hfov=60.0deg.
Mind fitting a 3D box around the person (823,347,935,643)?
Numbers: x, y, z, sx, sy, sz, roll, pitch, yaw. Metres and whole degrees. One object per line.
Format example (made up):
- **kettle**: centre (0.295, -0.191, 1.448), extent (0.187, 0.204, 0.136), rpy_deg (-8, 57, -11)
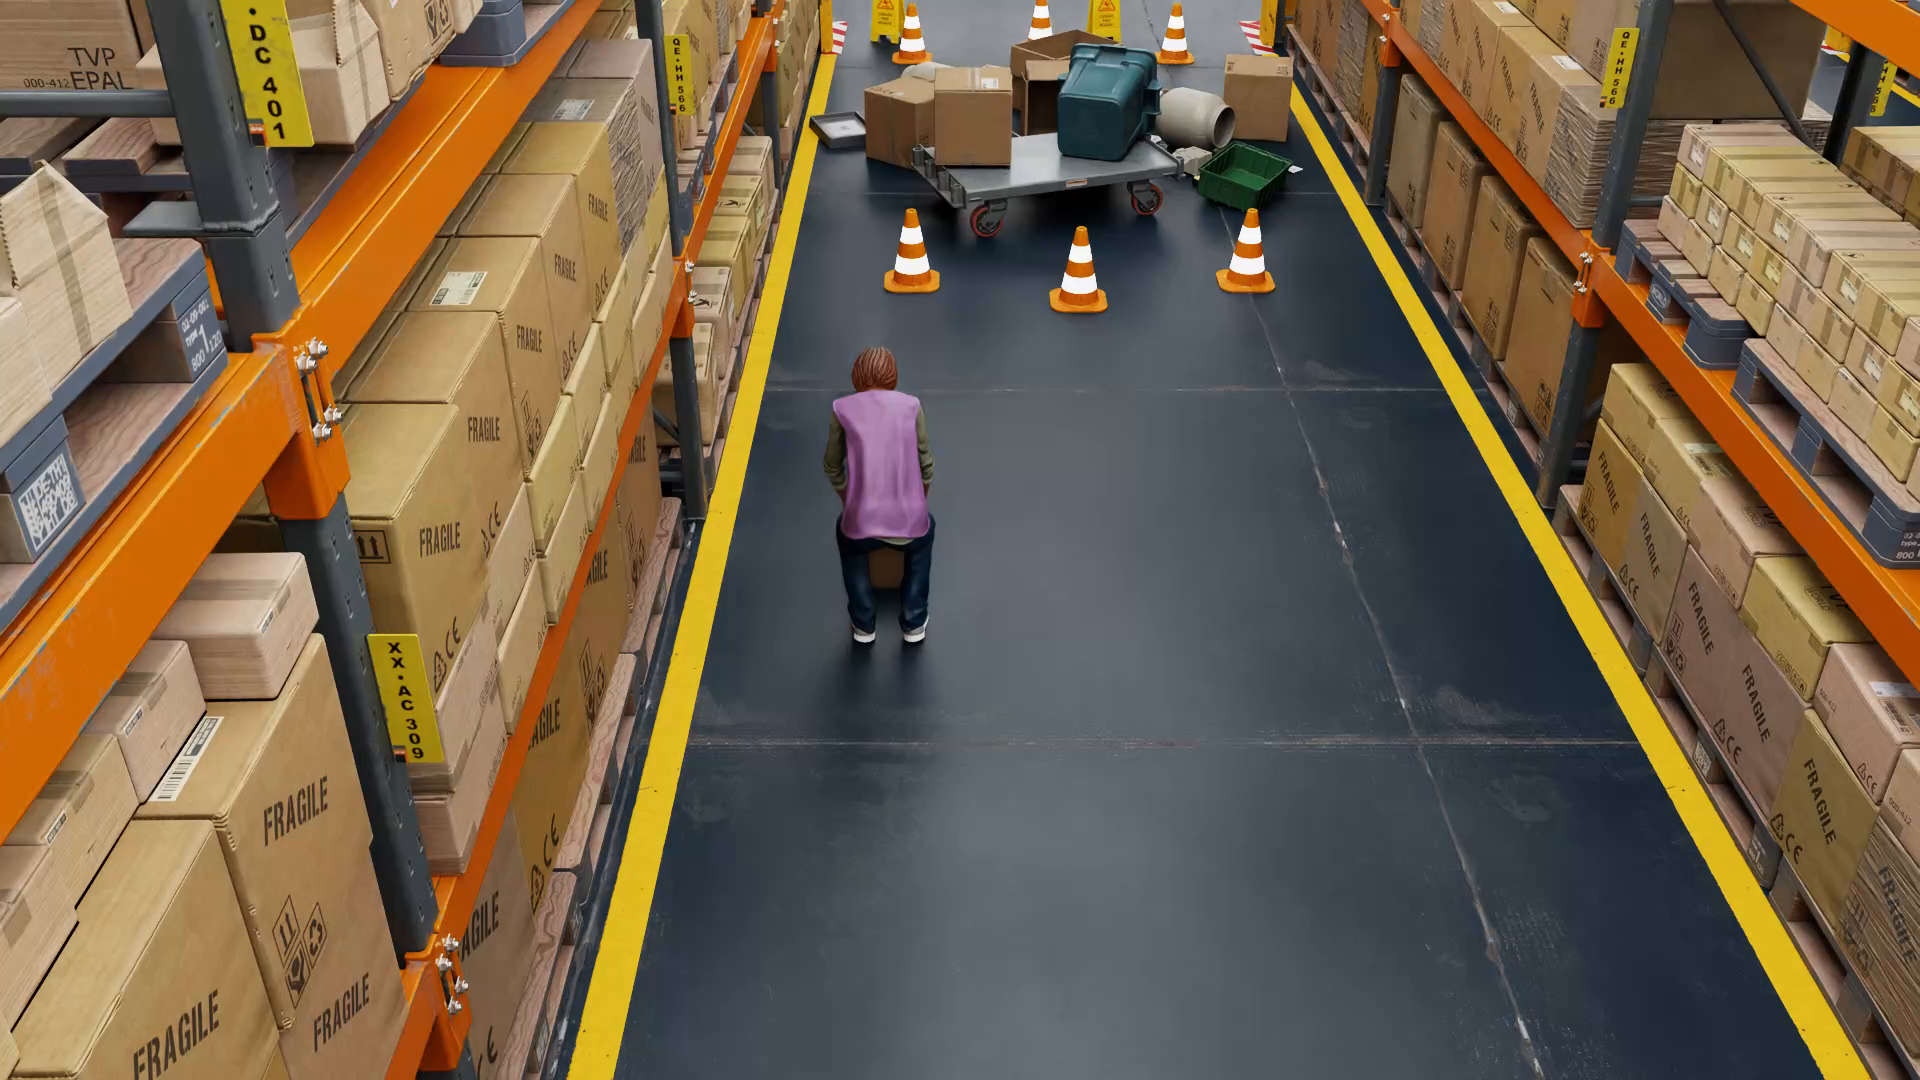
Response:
- **person**: centre (-0.332, -0.138, 6.799), extent (0.462, 1.143, 0.725), rpy_deg (0, 32, 0)
